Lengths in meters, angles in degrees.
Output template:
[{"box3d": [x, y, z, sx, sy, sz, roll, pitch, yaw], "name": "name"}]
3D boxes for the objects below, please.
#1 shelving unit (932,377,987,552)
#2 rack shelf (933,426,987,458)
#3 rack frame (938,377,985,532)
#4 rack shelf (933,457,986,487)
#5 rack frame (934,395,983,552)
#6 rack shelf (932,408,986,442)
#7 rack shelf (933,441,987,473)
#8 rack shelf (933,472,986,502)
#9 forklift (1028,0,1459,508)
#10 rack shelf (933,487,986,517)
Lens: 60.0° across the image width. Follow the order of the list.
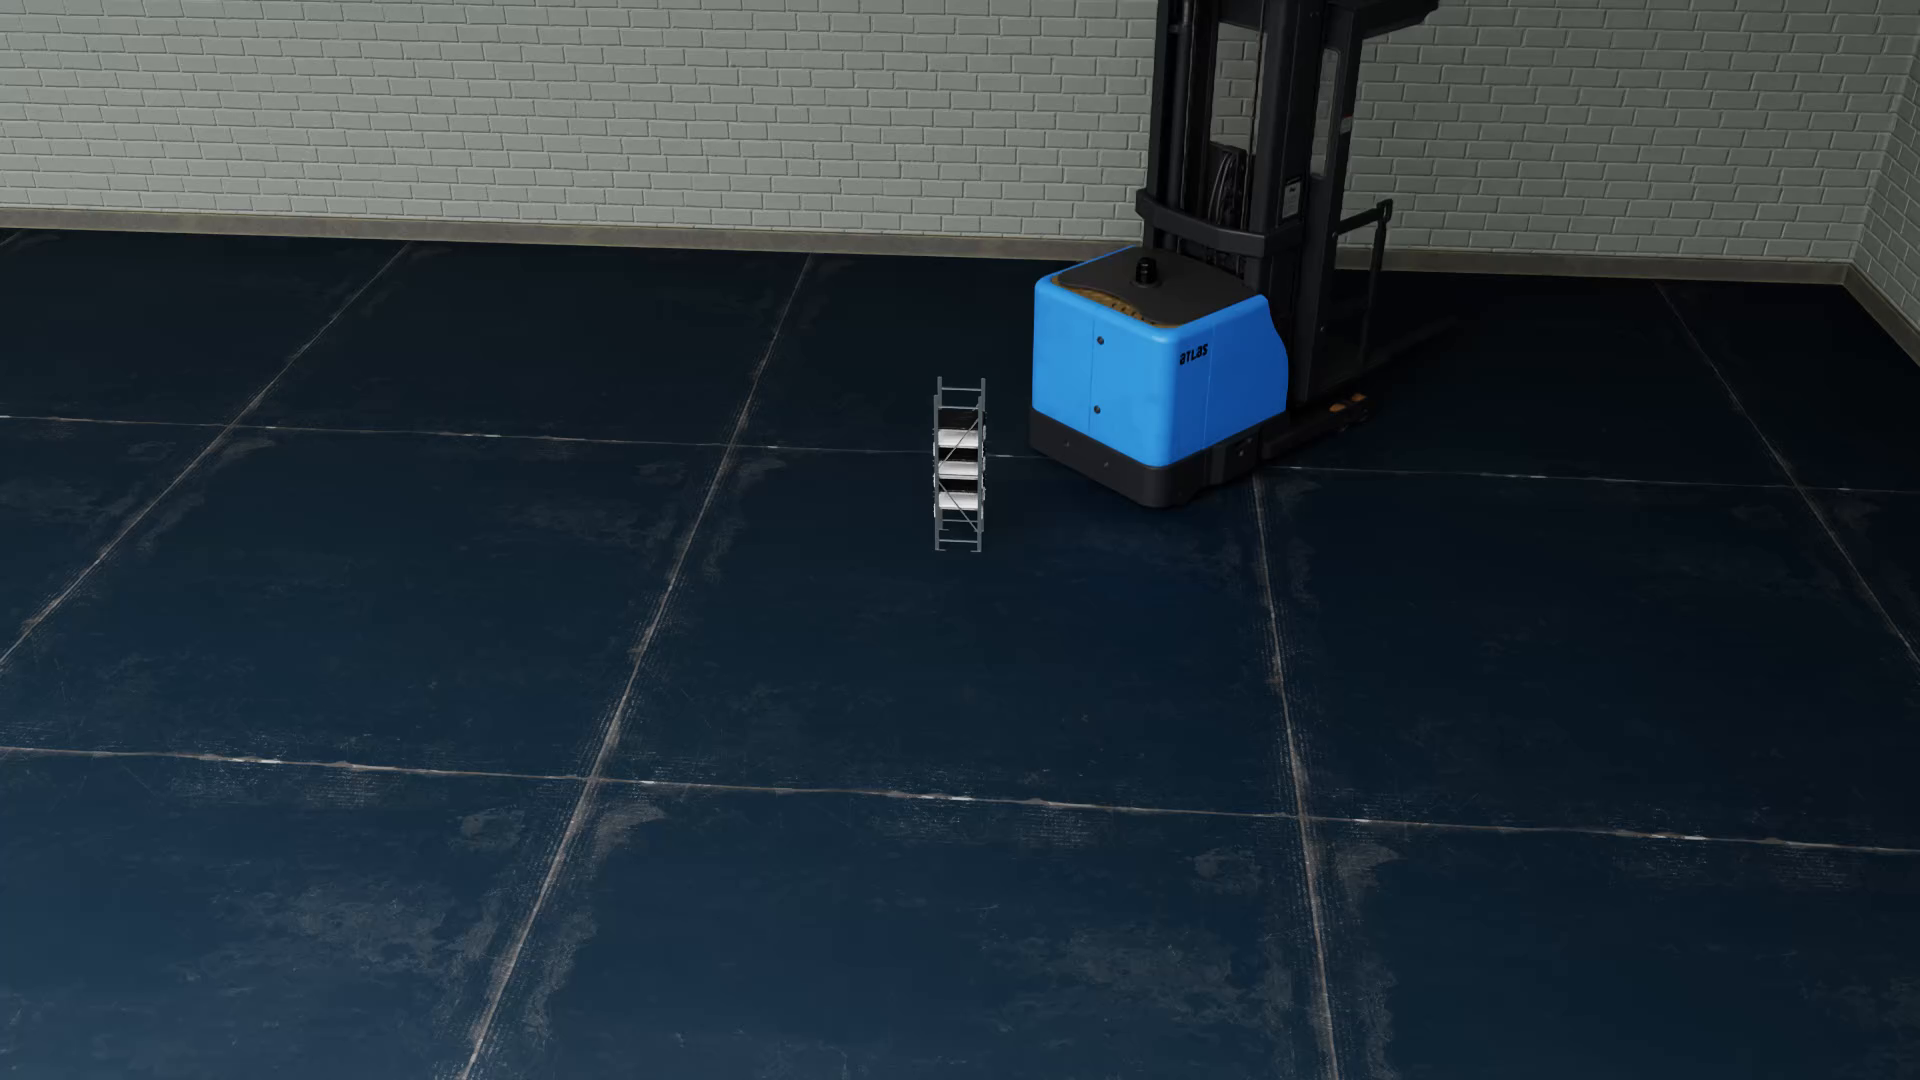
[{"box3d": [-0.001, -0.379, 8.507, 0.258, 0.900, 0.210, 2, 32, 4], "name": "shelving unit"}, {"box3d": [-0.001, -0.504, 8.430, 0.258, 0.077, 0.200, 2, 32, 4], "name": "rack shelf"}, {"box3d": [0.008, -0.432, 8.593, 0.240, 0.900, 0.006, 2, 32, 4], "name": "rack frame"}, {"box3d": [-0.001, -0.350, 8.525, 0.258, 0.077, 0.200, 2, 32, 4], "name": "rack shelf"}, {"box3d": [-0.009, -0.326, 8.421, 0.240, 0.900, 0.006, 2, 32, 4], "name": "rack frame"}, {"box3d": [-0.001, -0.580, 8.383, 0.258, 0.077, 0.200, 2, 32, 4], "name": "rack shelf"}, {"box3d": [-0.001, -0.427, 8.477, 0.258, 0.077, 0.200, 2, 32, 4], "name": "rack shelf"}, {"box3d": [-0.001, -0.274, 8.572, 0.258, 0.077, 0.200, 2, 32, 4], "name": "rack shelf"}, {"box3d": [1.829, -2.068, 9.311, 3.031, 2.935, 1.130, -25, 39, -34], "name": "forklift"}, {"box3d": [-0.001, -0.197, 8.619, 0.258, 0.077, 0.200, 2, 32, 4], "name": "rack shelf"}]
